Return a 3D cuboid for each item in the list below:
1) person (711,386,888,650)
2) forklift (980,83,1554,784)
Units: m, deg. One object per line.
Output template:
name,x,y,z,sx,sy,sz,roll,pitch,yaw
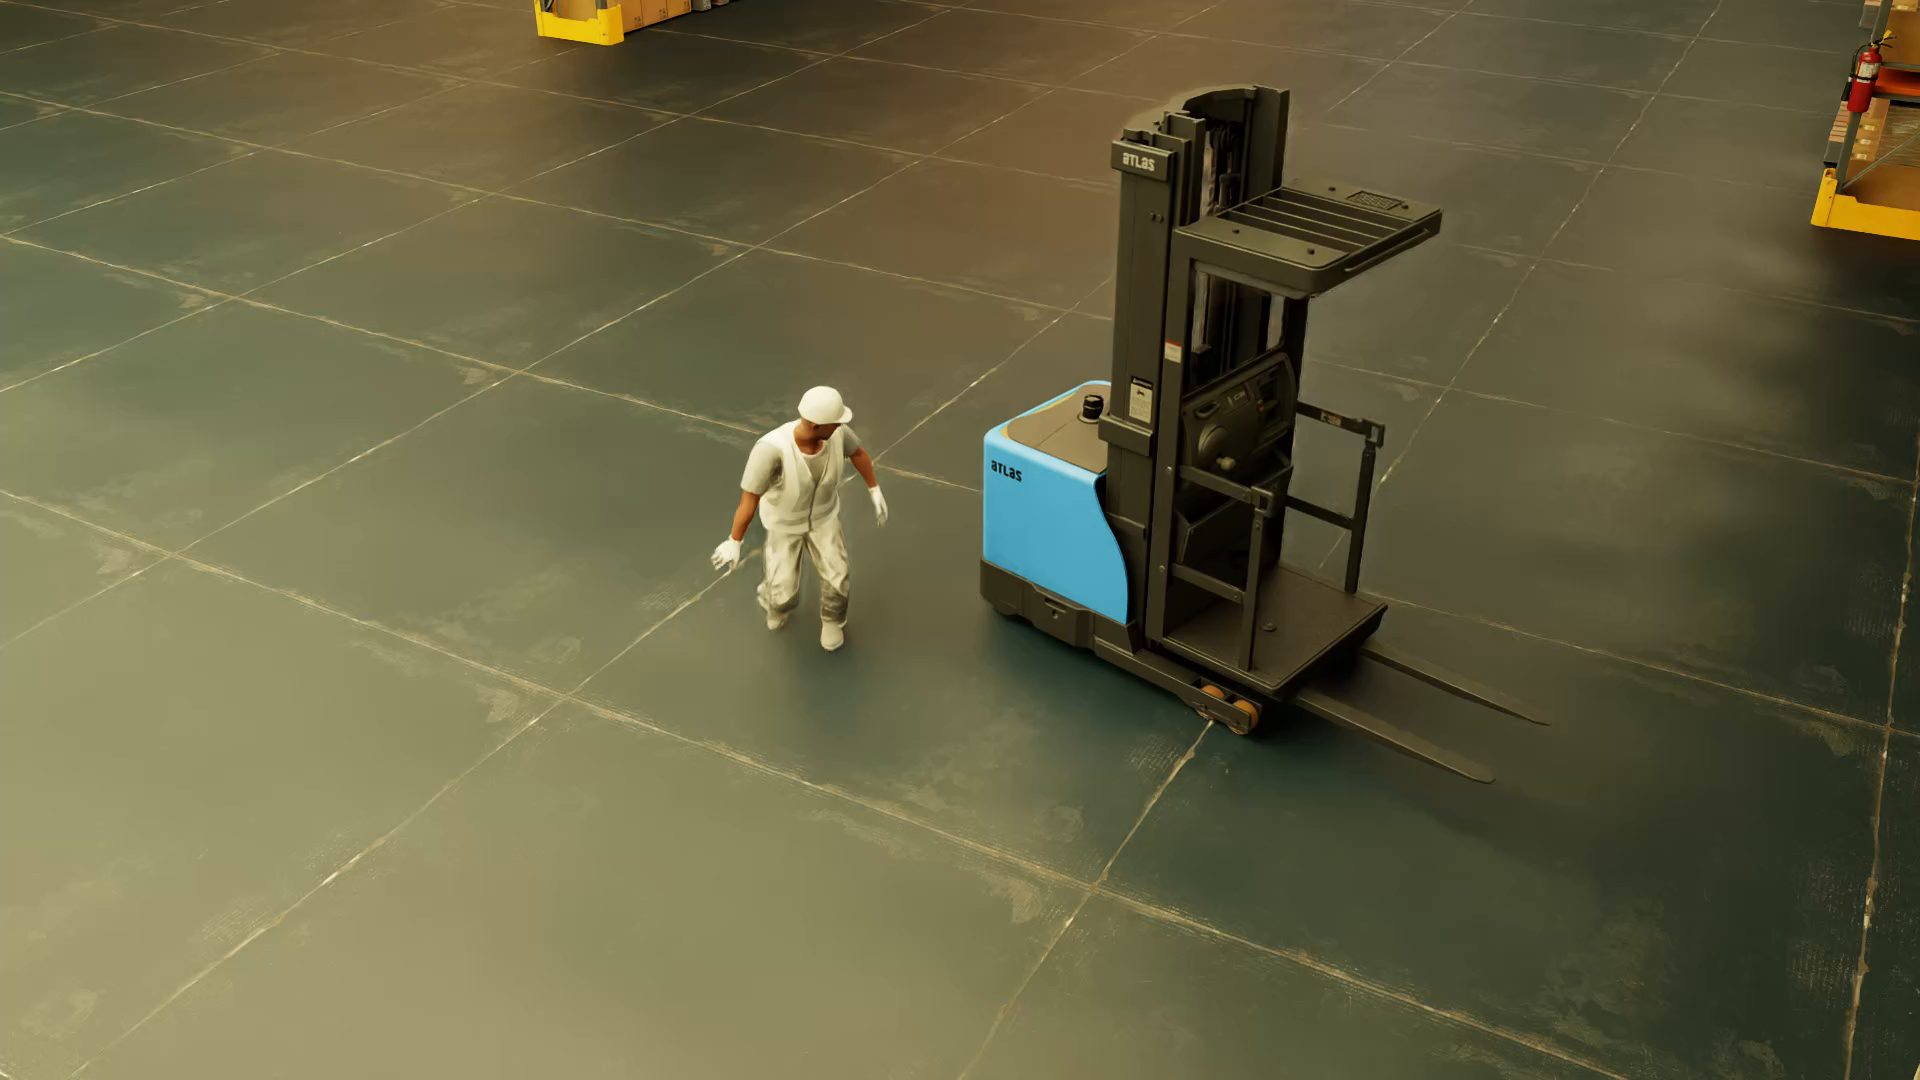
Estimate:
person,-0.858,-0.125,8.675,0.959,1.593,0.586,-14,33,-22
forklift,1.539,-0.594,8.100,3.031,2.935,1.130,25,38,36
